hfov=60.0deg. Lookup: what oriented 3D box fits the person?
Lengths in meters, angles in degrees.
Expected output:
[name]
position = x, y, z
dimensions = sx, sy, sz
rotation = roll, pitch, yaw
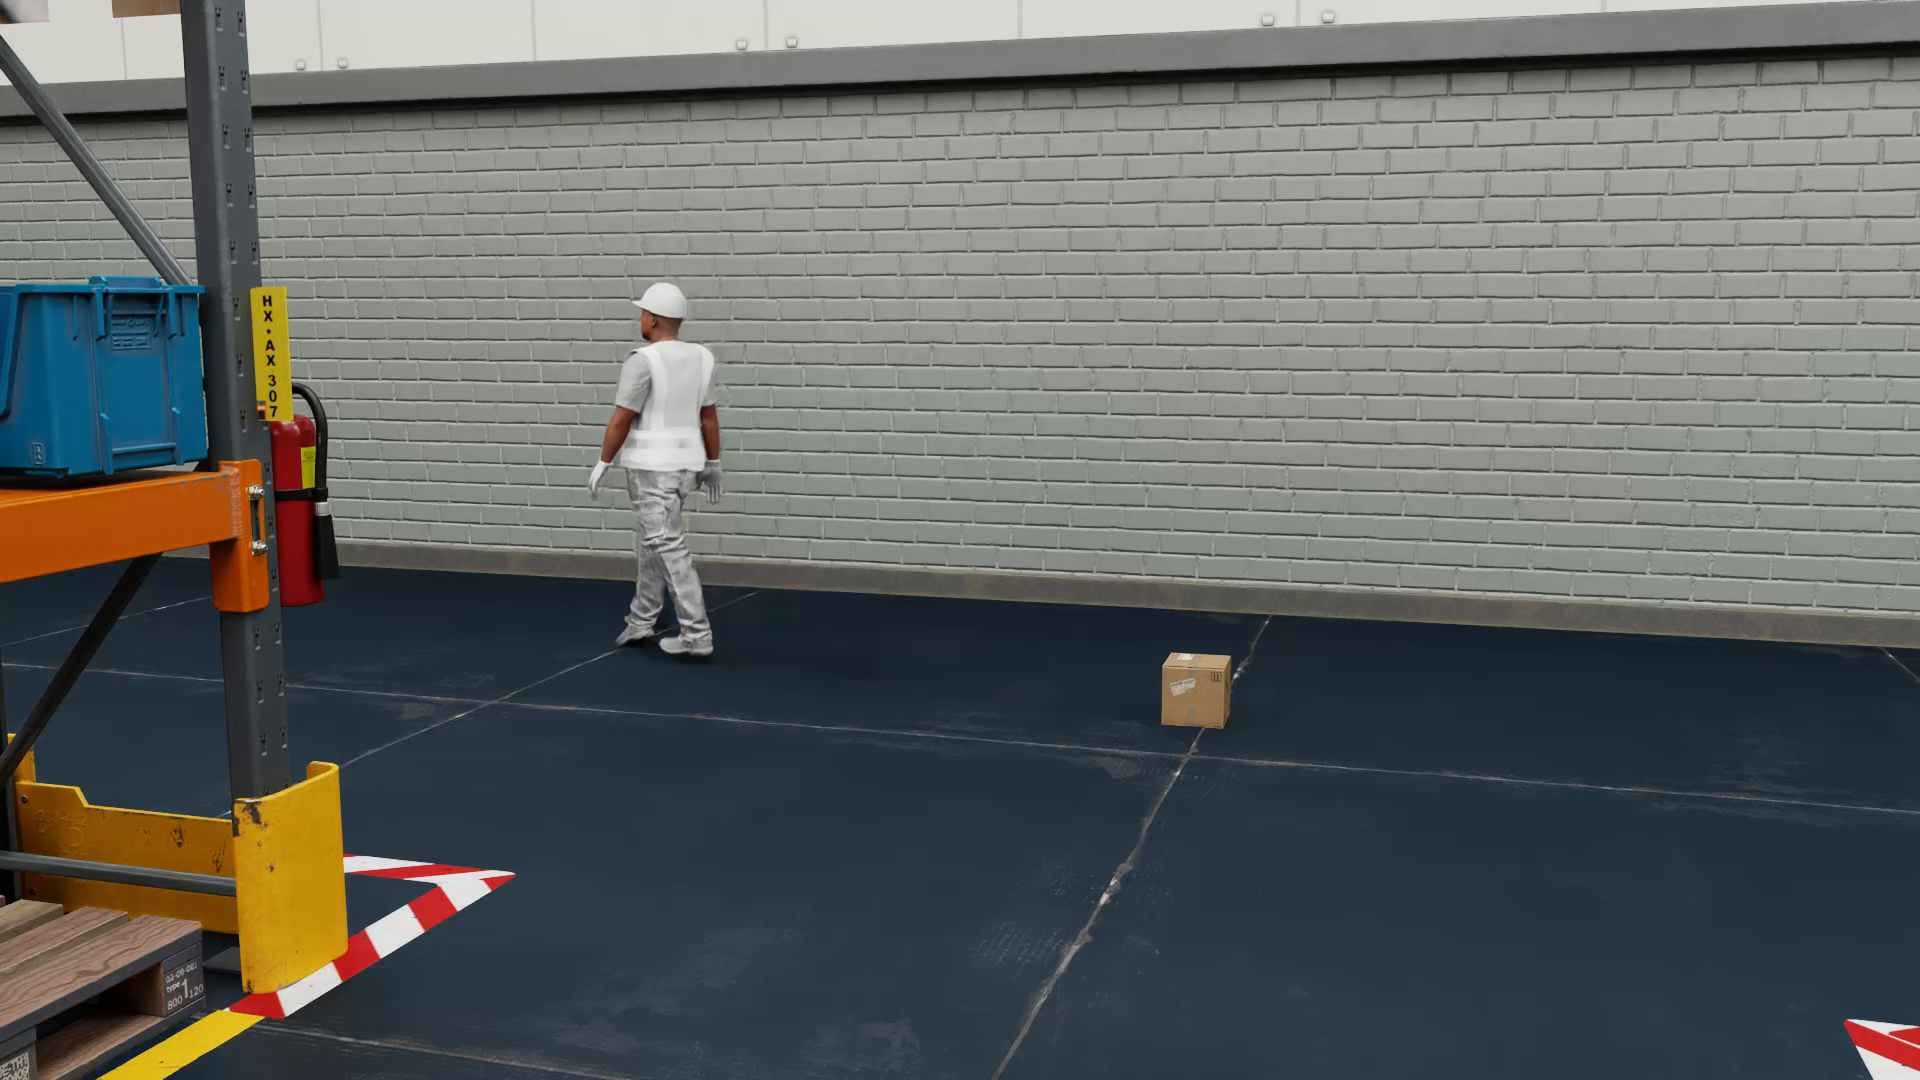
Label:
[person]
position = -1.490, -0.318, 7.987
dimensions = 0.755, 1.818, 0.596
rotation = 5, 10, 30
